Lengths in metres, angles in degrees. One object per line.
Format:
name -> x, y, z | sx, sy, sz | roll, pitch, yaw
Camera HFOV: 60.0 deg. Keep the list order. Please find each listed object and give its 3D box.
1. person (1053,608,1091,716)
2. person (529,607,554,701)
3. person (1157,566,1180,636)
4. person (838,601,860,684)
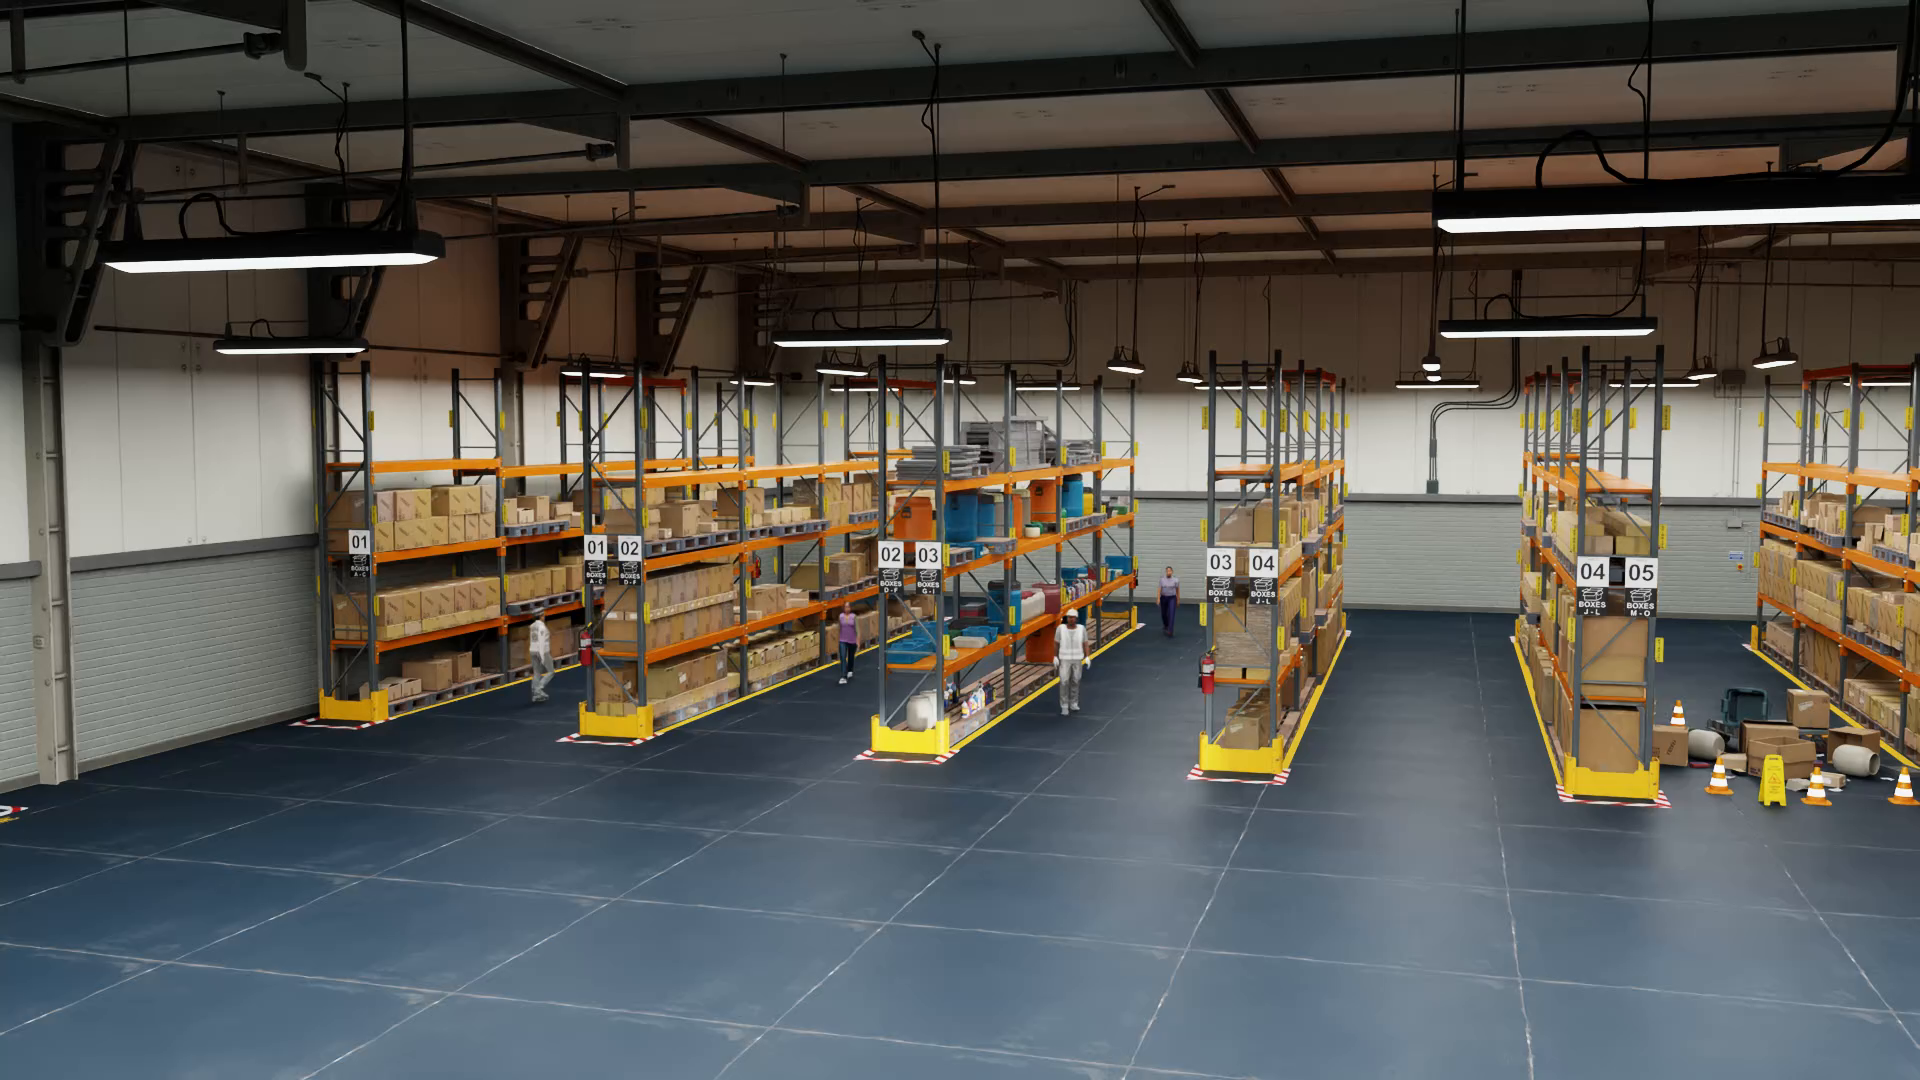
person -> 1.918, 2.086, 28.523 | 0.613, 1.836, 0.535 | 0, 4, -3
person -> -7.517, 2.037, 29.695 | 0.526, 1.676, 0.487 | 2, 5, 28
person -> 4.896, 1.404, 38.985 | 0.501, 1.587, 1.043 | 1, 4, 16
person -> -2.123, 1.938, 31.811 | 0.441, 1.537, 0.971 | 0, 4, -1
